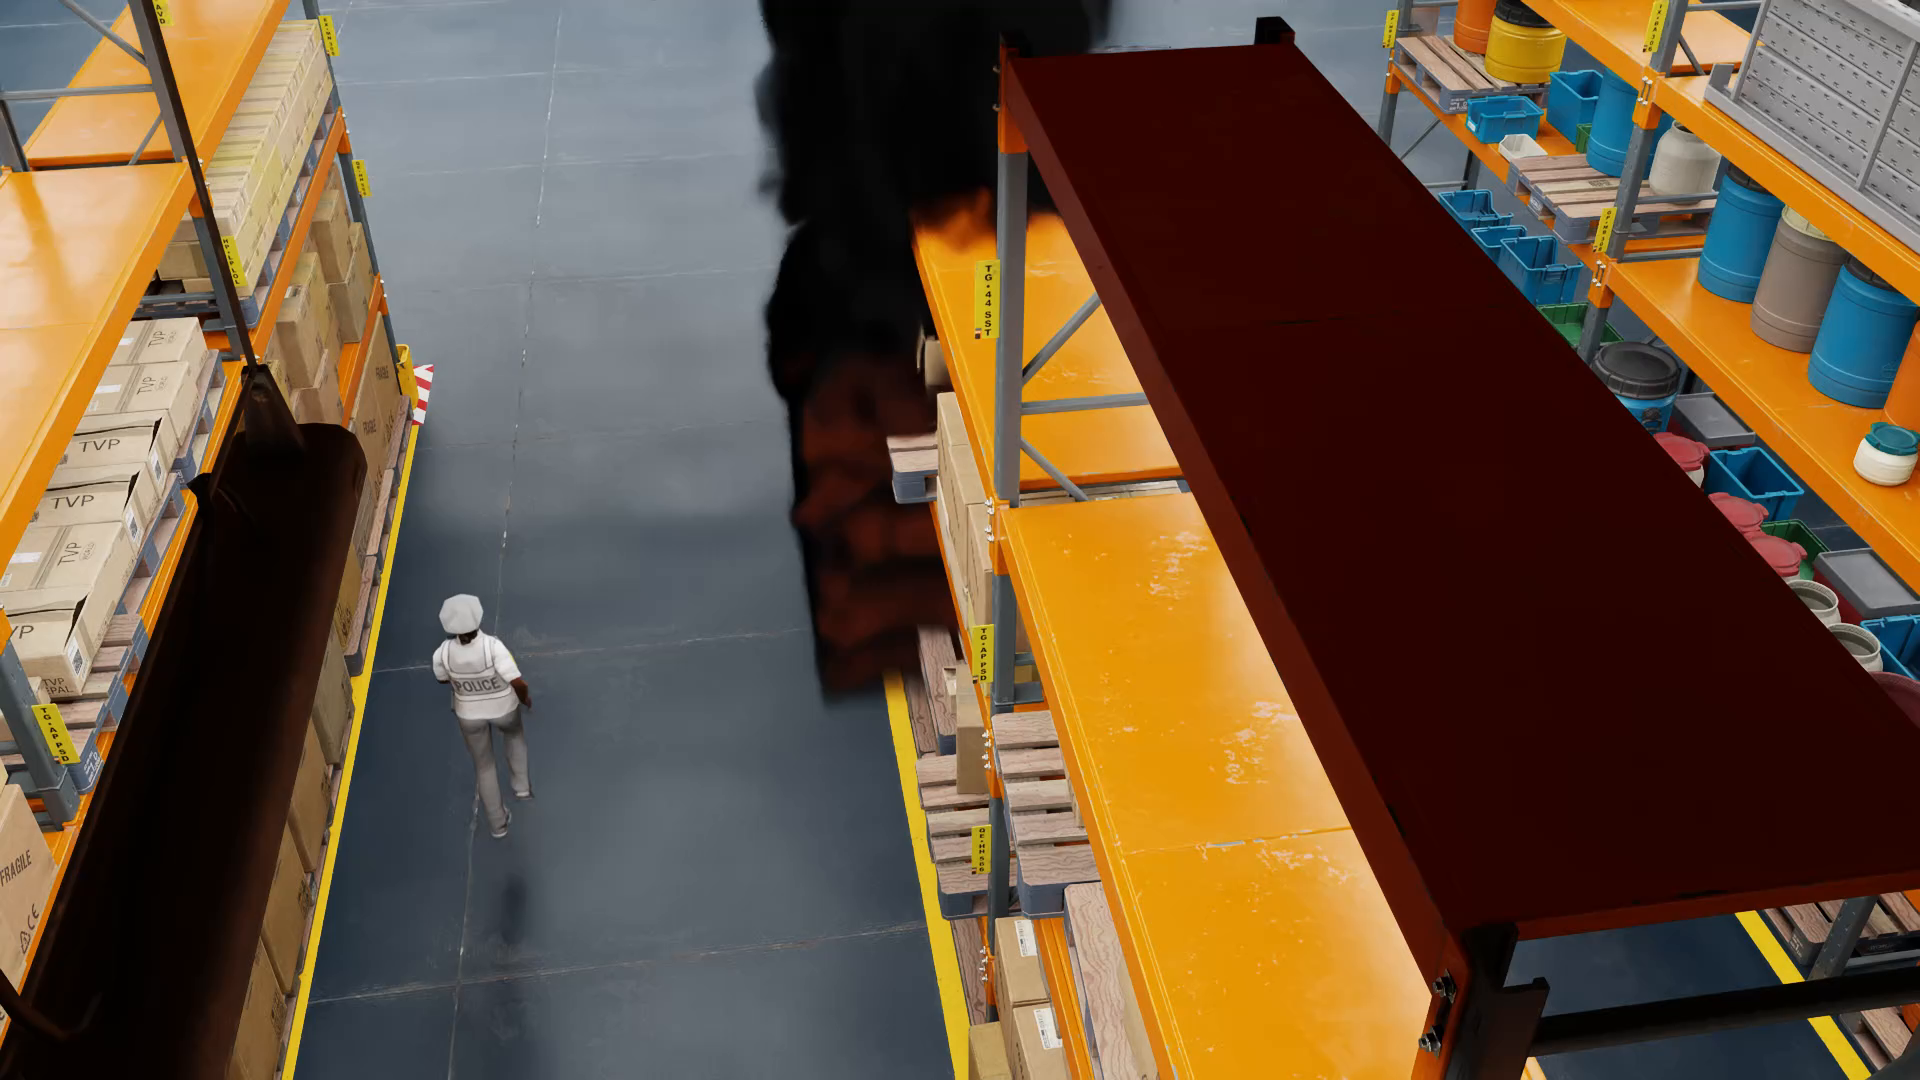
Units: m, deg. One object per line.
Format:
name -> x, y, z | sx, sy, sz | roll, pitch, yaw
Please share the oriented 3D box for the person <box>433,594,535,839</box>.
person -> -2.865, 1.048, 10.153 | 0.542, 1.782, 0.697 | -8, 37, -11
